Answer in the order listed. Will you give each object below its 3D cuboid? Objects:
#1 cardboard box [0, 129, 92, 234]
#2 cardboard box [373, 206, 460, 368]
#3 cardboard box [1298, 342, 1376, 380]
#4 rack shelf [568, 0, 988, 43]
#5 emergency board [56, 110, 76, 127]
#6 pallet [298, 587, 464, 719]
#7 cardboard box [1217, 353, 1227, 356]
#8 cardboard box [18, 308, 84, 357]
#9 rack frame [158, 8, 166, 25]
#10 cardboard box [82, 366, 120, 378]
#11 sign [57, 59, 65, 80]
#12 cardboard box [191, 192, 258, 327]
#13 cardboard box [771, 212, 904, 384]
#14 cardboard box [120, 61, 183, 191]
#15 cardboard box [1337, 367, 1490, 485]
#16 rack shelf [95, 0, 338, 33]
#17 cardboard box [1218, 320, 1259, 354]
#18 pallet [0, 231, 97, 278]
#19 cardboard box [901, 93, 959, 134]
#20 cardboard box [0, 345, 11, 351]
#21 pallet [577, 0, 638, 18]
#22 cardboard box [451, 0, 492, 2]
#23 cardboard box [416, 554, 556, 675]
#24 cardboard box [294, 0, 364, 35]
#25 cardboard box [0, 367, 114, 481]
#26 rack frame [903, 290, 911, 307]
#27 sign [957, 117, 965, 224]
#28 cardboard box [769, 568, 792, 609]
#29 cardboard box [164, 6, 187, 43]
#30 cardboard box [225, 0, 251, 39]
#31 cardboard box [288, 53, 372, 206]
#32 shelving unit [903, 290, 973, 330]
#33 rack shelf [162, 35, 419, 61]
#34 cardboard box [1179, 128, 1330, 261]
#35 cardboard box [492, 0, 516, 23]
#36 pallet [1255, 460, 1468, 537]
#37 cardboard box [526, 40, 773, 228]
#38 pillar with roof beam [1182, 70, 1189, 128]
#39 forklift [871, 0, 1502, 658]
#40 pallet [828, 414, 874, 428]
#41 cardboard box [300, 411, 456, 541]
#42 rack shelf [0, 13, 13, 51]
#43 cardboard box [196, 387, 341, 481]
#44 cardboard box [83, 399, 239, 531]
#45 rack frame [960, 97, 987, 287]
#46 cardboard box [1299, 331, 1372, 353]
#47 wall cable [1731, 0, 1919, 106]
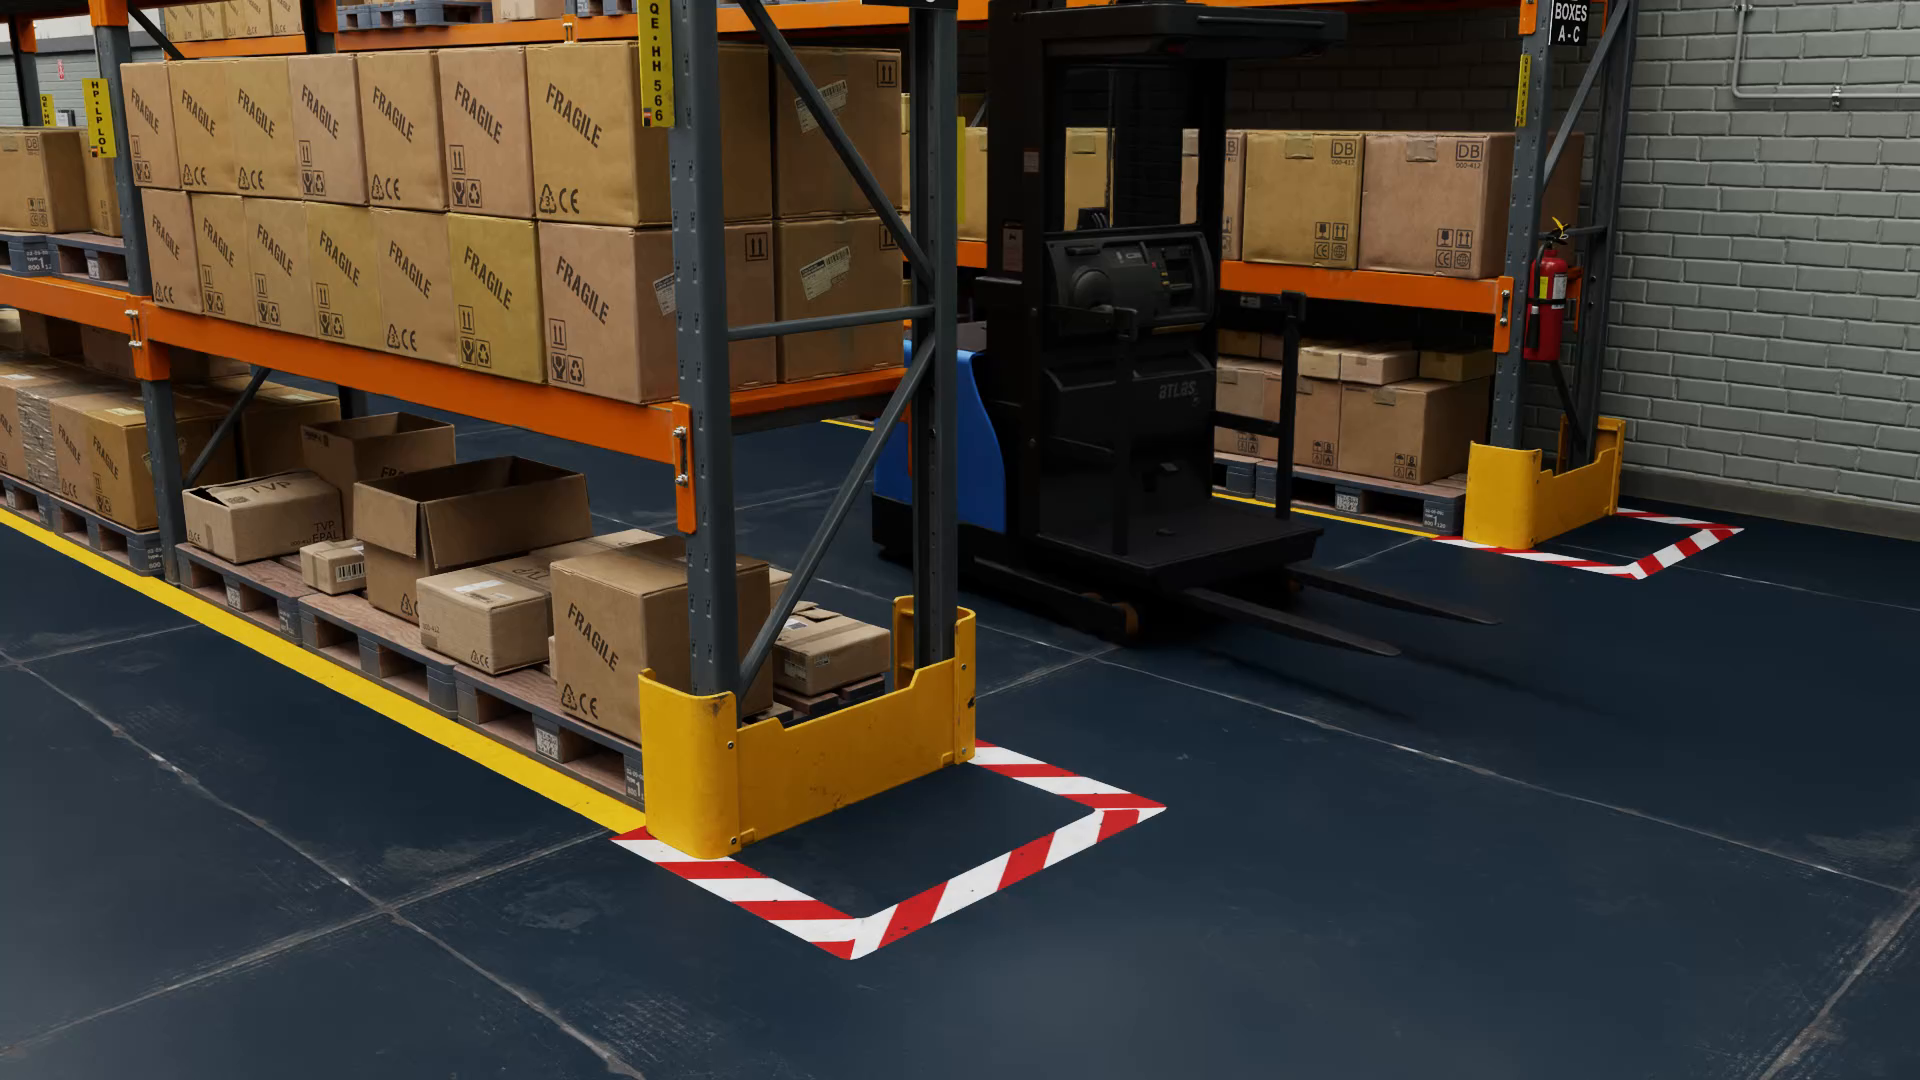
[{"bbox_3d":[-4.591,-1.884,8.682,0.500,0.500,0.700,8,17,28],"label":"cardboard box"},{"bbox_3d":[-1.639,-0.890,5.701,0.500,0.500,0.500,14,20,43],"label":"cardboard box"},{"bbox_3d":[2.062,-0.980,9.082,0.380,0.149,0.250,-14,20,-43],"label":"cardboard box"},{"bbox_3d":[-1.280,-3.688,12.113,4.000,0.370,1.077,14,20,42],"label":"rack shelf"},{"bbox_3d":[-13.446,-5.858,24.966,0.643,1.169,0.194,14,20,42],"label":"emergency board"},{"bbox_3d":[-1.900,0.349,6.674,1.213,0.211,1.003,14,20,42],"label":"pallet"},{"bbox_3d":[1.354,-0.900,10.060,0.700,0.500,0.500,-14,20,-43],"label":"cardboard box"},{"bbox_3d":[-5.276,-1.270,9.956,0.500,0.250,0.500,-14,20,-42],"label":"cardboard box"},{"bbox_3d":[-8.479,-7.237,18.361,0.127,3.000,1.000,14,20,42],"label":"rack frame"},{"bbox_3d":[-4.565,-0.735,9.390,0.500,0.500,0.500,13,19,40],"label":"cardboard box"},{"bbox_3d":[-13.383,-7.000,24.749,0.199,0.298,0.001,14,20,42],"label":"sign"},{"bbox_3d":[-2.727,-1.155,6.718,0.500,0.500,0.500,14,20,43],"label":"cardboard box"},{"bbox_3d":[-0.533,-0.808,5.387,0.500,0.500,0.500,-14,20,-43],"label":"cardboard box"},{"bbox_3d":[-3.132,-1.733,6.953,0.500,0.500,0.500,-14,20,-43],"label":"cardboard box"},{"bbox_3d":[2.466,-0.632,9.034,0.500,0.500,0.700,14,20,42],"label":"cardboard box"},{"bbox_3d":[-1.836,-2.088,5.973,4.000,0.370,1.077,14,20,42],"label":"rack shelf"},{"bbox_3d":[1.599,-1.226,10.028,0.250,0.149,0.380,13,20,41],"label":"cardboard box"},{"bbox_3d":[-4.752,-1.602,9.012,1.213,0.211,1.003,14,20,42],"label":"pallet"},{"bbox_3d":[-0.354,-2.834,11.046,0.500,0.250,0.500,-14,20,-43],"label":"cardboard box"},{"bbox_3d":[-6.026,-0.906,10.046,0.500,0.500,0.500,-13,20,-42],"label":"cardboard box"},{"bbox_3d":[-2.219,-4.191,12.994,1.213,0.211,1.003,-13,20,-42],"label":"pallet"},{"bbox_3d":[-4.373,-5.011,14.736,0.500,0.500,0.500,13,19,40],"label":"cardboard box"},{"bbox_3d":[-1.622,0.261,6.061,0.500,0.250,0.500,14,20,42],"label":"cardboard box"},{"bbox_3d":[-6.136,-5.188,16.206,0.500,0.500,0.500,-14,20,-43],"label":"cardboard box"},{"bbox_3d":[-4.909,-0.636,9.011,0.500,0.500,0.500,13,19,40],"label":"cardboard box"},{"bbox_3d":[-0.335,-0.710,8.779,0.240,1.200,0.015,-11,18,-37],"label":"rack frame"},{"bbox_3d":[-0.020,-1.152,5.186,0.005,0.325,0.100,14,20,42],"label":"sign"},{"bbox_3d":[-0.951,0.249,6.107,0.500,0.250,0.500,14,20,42],"label":"cardboard box"},{"bbox_3d":[-8.412,-5.740,18.325,0.500,0.500,0.500,-14,20,-43],"label":"cardboard box"},{"bbox_3d":[-7.273,-5.459,17.249,0.500,0.500,0.500,-13,19,-41],"label":"cardboard box"},{"bbox_3d":[-2.018,-1.463,5.915,0.500,0.500,0.500,-14,20,-42],"label":"cardboard box"},{"bbox_3d":[-0.184,-0.662,8.593,0.258,1.200,0.503,-11,18,-37],"label":"shelving unit"},{"bbox_3d":[-7.039,-5.088,17.487,4.000,0.370,1.077,14,20,42],"label":"rack shelf"},{"bbox_3d":[1.591,-2.027,9.668,0.700,0.700,0.980,12,19,40],"label":"cardboard box"},{"bbox_3d":[-3.589,-4.689,14.286,0.797,0.503,0.637,-11,18,-37],"label":"cardboard box"},{"bbox_3d":[2.409,-0.310,9.205,1.213,0.211,1.003,14,20,42],"label":"pallet"},{"bbox_3d":[-0.908,-1.195,4.886,0.500,0.500,0.500,13,20,42],"label":"cardboard box"},{"bbox_3d":[-1.724,-4.390,7.435,0.400,9.000,9.100,14,20,42],"label":"pillar with roof beam"},{"bbox_3d":[0.874,-1.139,6.989,1.130,2.935,3.031,-11,18,-37],"label":"forklift"},{"bbox_3d":[-0.448,-1.006,11.875,1.213,0.211,1.003,14,20,42],"label":"pallet"},{"bbox_3d":[-2.669,-0.289,7.679,0.500,0.500,0.500,14,20,42],"label":"cardboard box"},{"bbox_3d":[-7.595,-3.488,11.347,4.000,0.370,1.077,14,20,42],"label":"rack shelf"},{"bbox_3d":[-3.455,-0.467,8.359,0.500,0.500,0.500,13,19,40],"label":"cardboard box"},{"bbox_3d":[-3.830,-0.372,7.996,0.500,0.500,0.500,14,20,42],"label":"cardboard box"},{"bbox_3d":[0.160,-2.234,11.057,0.127,3.000,1.000,14,20,42],"label":"rack frame"},{"bbox_3d":[2.150,-1.093,9.515,0.250,0.149,0.380,14,20,43],"label":"cardboard box"},{"bbox_3d":[4.618,-1.973,8.042,1.851,1.984,0.084,14,20,42],"label":"wall cable"}]
